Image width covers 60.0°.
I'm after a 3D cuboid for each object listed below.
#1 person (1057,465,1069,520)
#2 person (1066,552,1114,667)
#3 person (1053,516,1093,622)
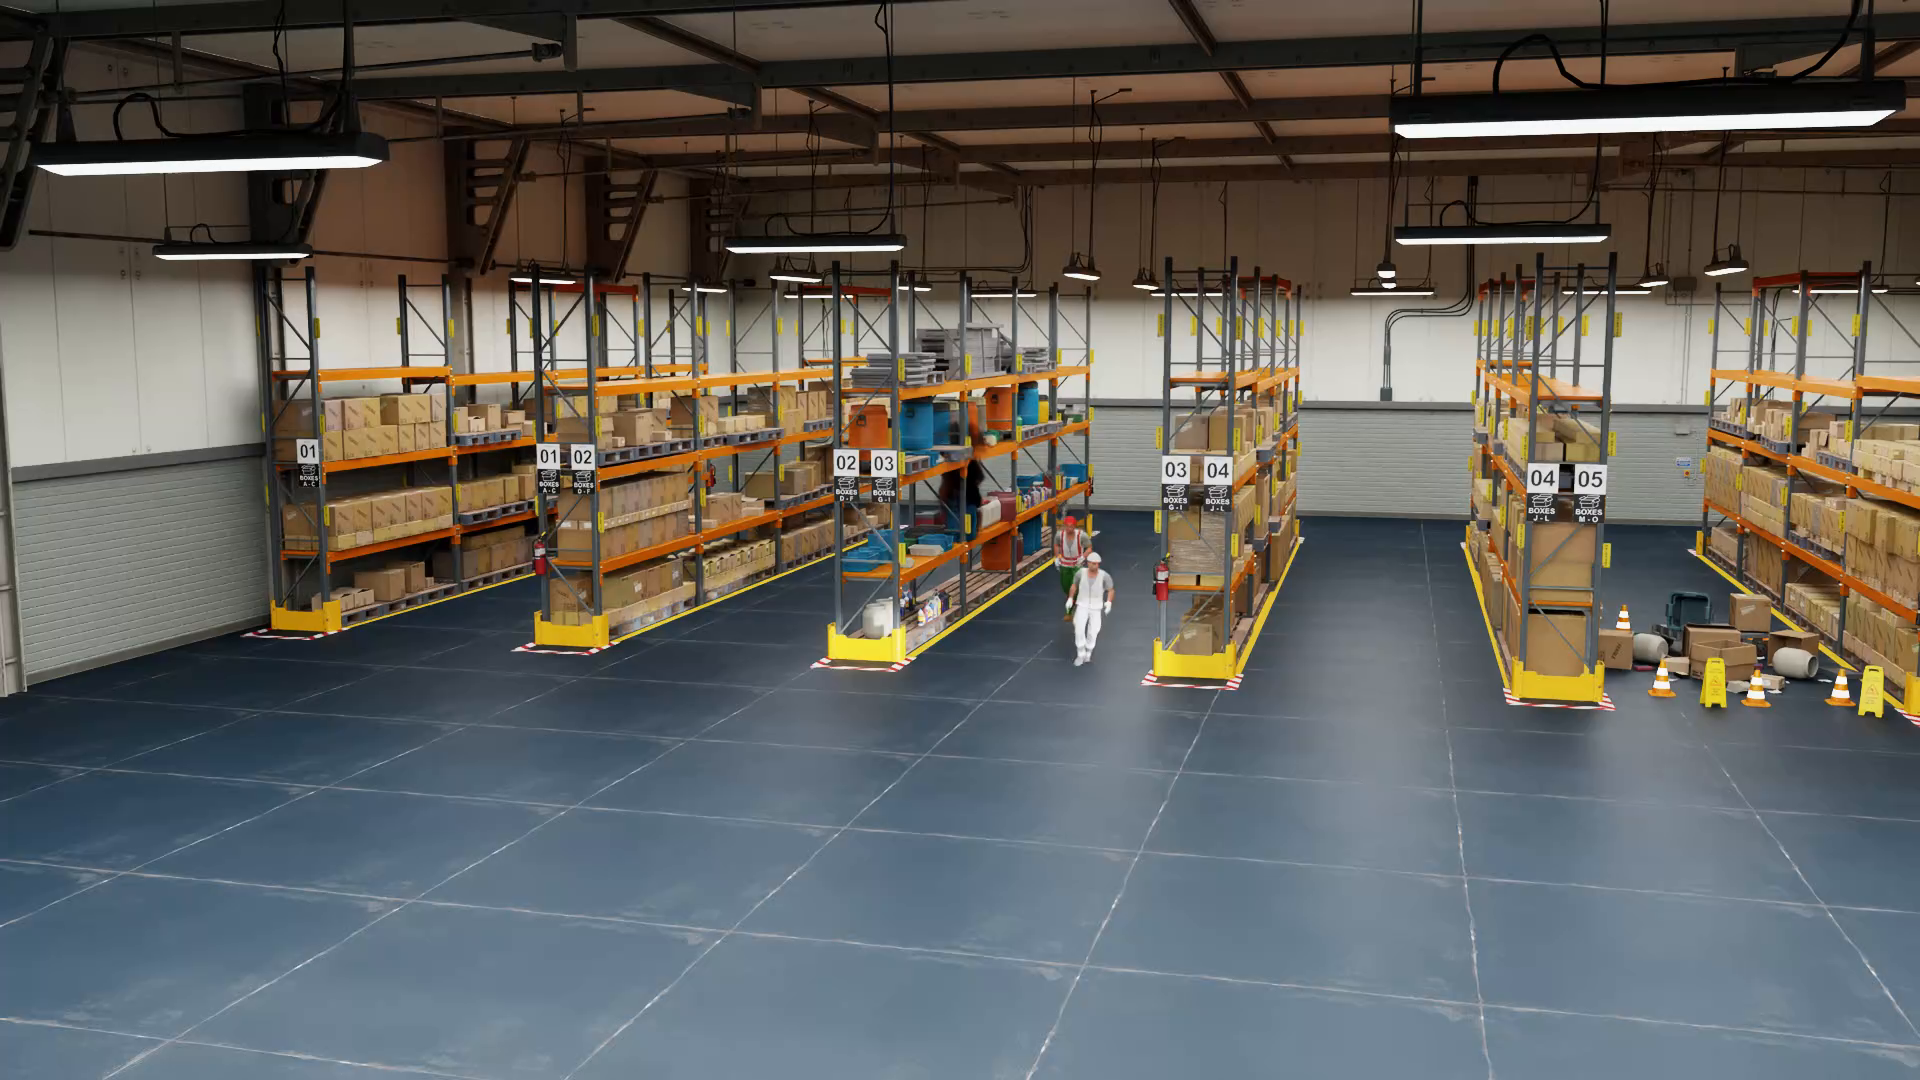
[{"bbox_3d":[2.561,-1.157,42.448,0.681,1.562,0.527,3,8,24],"label":"person"},{"bbox_3d":[1.939,1.015,24.760,0.710,1.711,0.761,0,7,3],"label":"person"},{"bbox_3d":[1.841,0.442,27.137,0.646,1.724,0.857,1,7,6],"label":"person"}]
